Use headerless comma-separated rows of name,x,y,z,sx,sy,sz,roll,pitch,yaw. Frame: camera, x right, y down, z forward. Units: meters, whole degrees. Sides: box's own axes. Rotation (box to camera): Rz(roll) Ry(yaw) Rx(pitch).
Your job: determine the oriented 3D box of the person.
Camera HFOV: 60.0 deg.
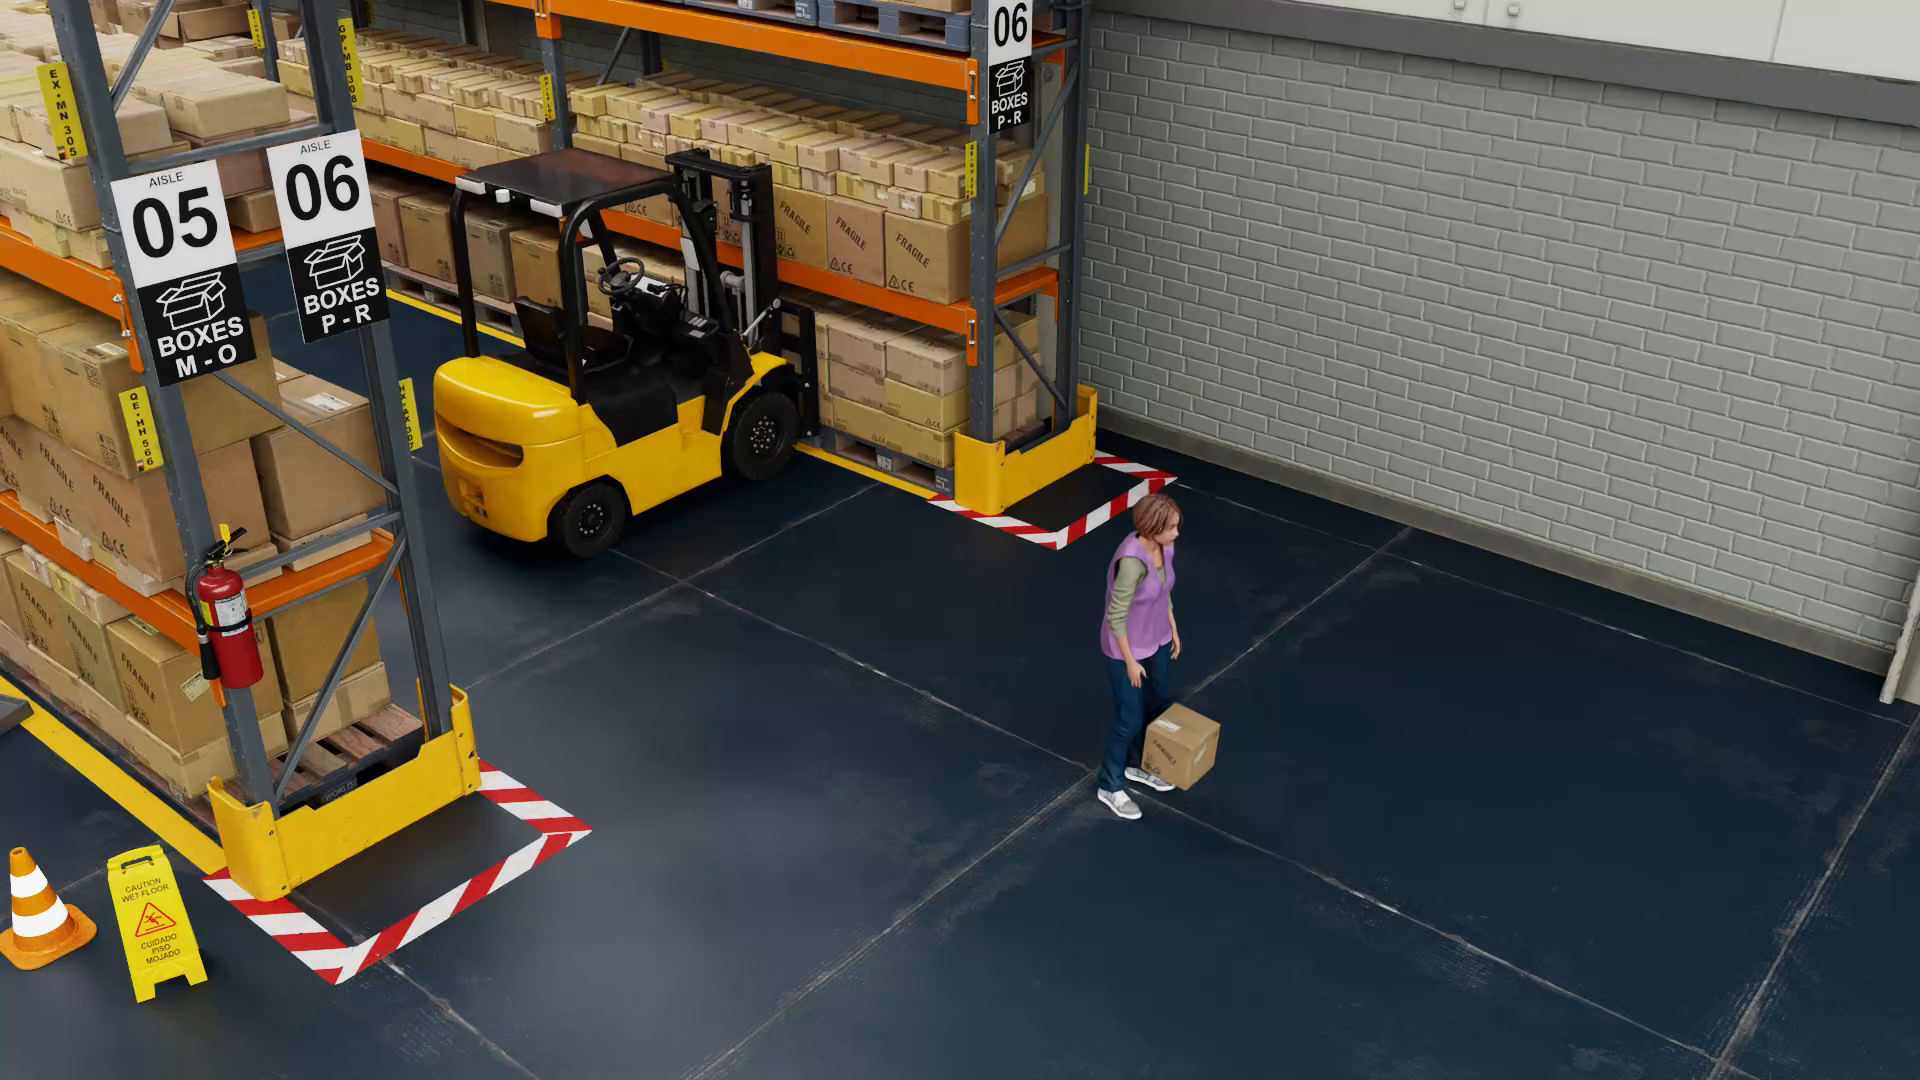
person,0.831,0.503,7.672,0.345,1.596,0.444,20,34,33
